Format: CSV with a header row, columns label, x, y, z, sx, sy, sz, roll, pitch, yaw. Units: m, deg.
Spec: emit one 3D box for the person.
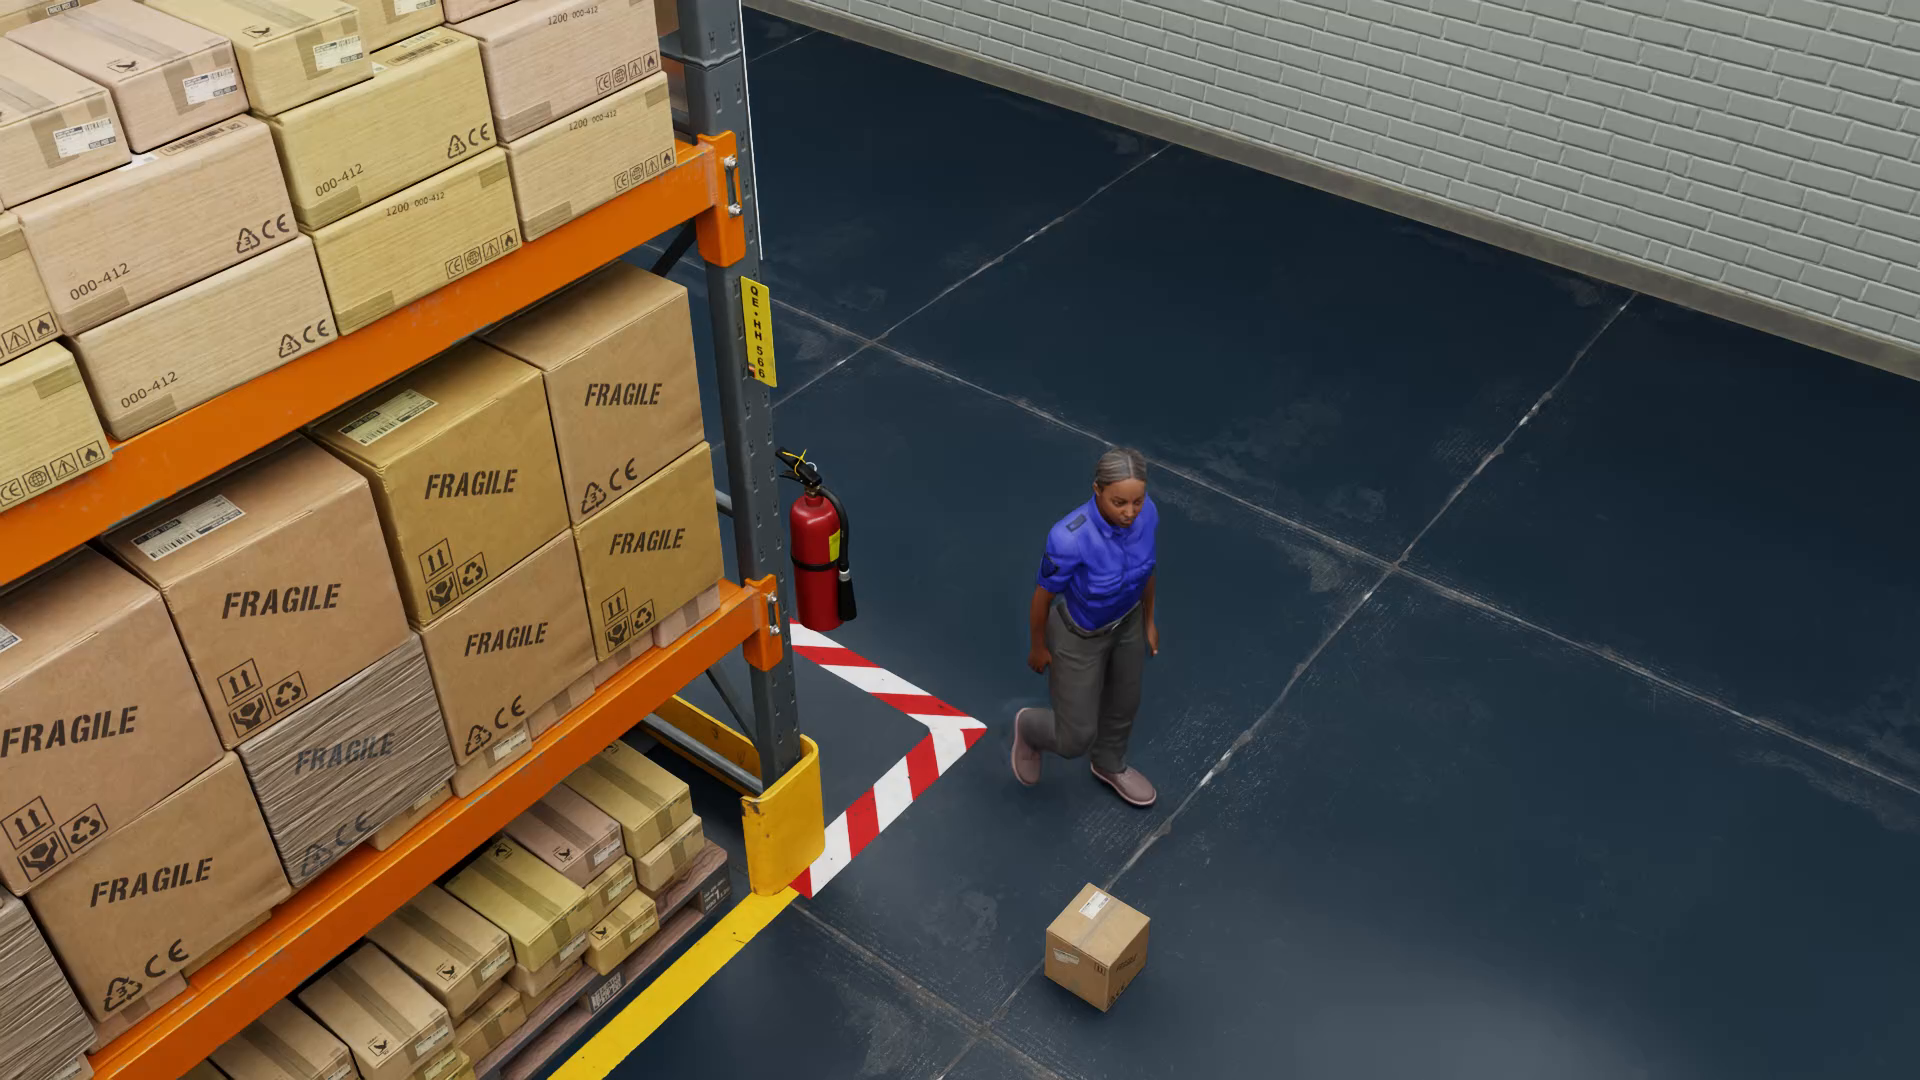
label,x,y,z,sx,sy,sz,roll,pitch,yaw
person,0.432,0.296,5.772,0.476,1.642,0.519,-28,47,-30
